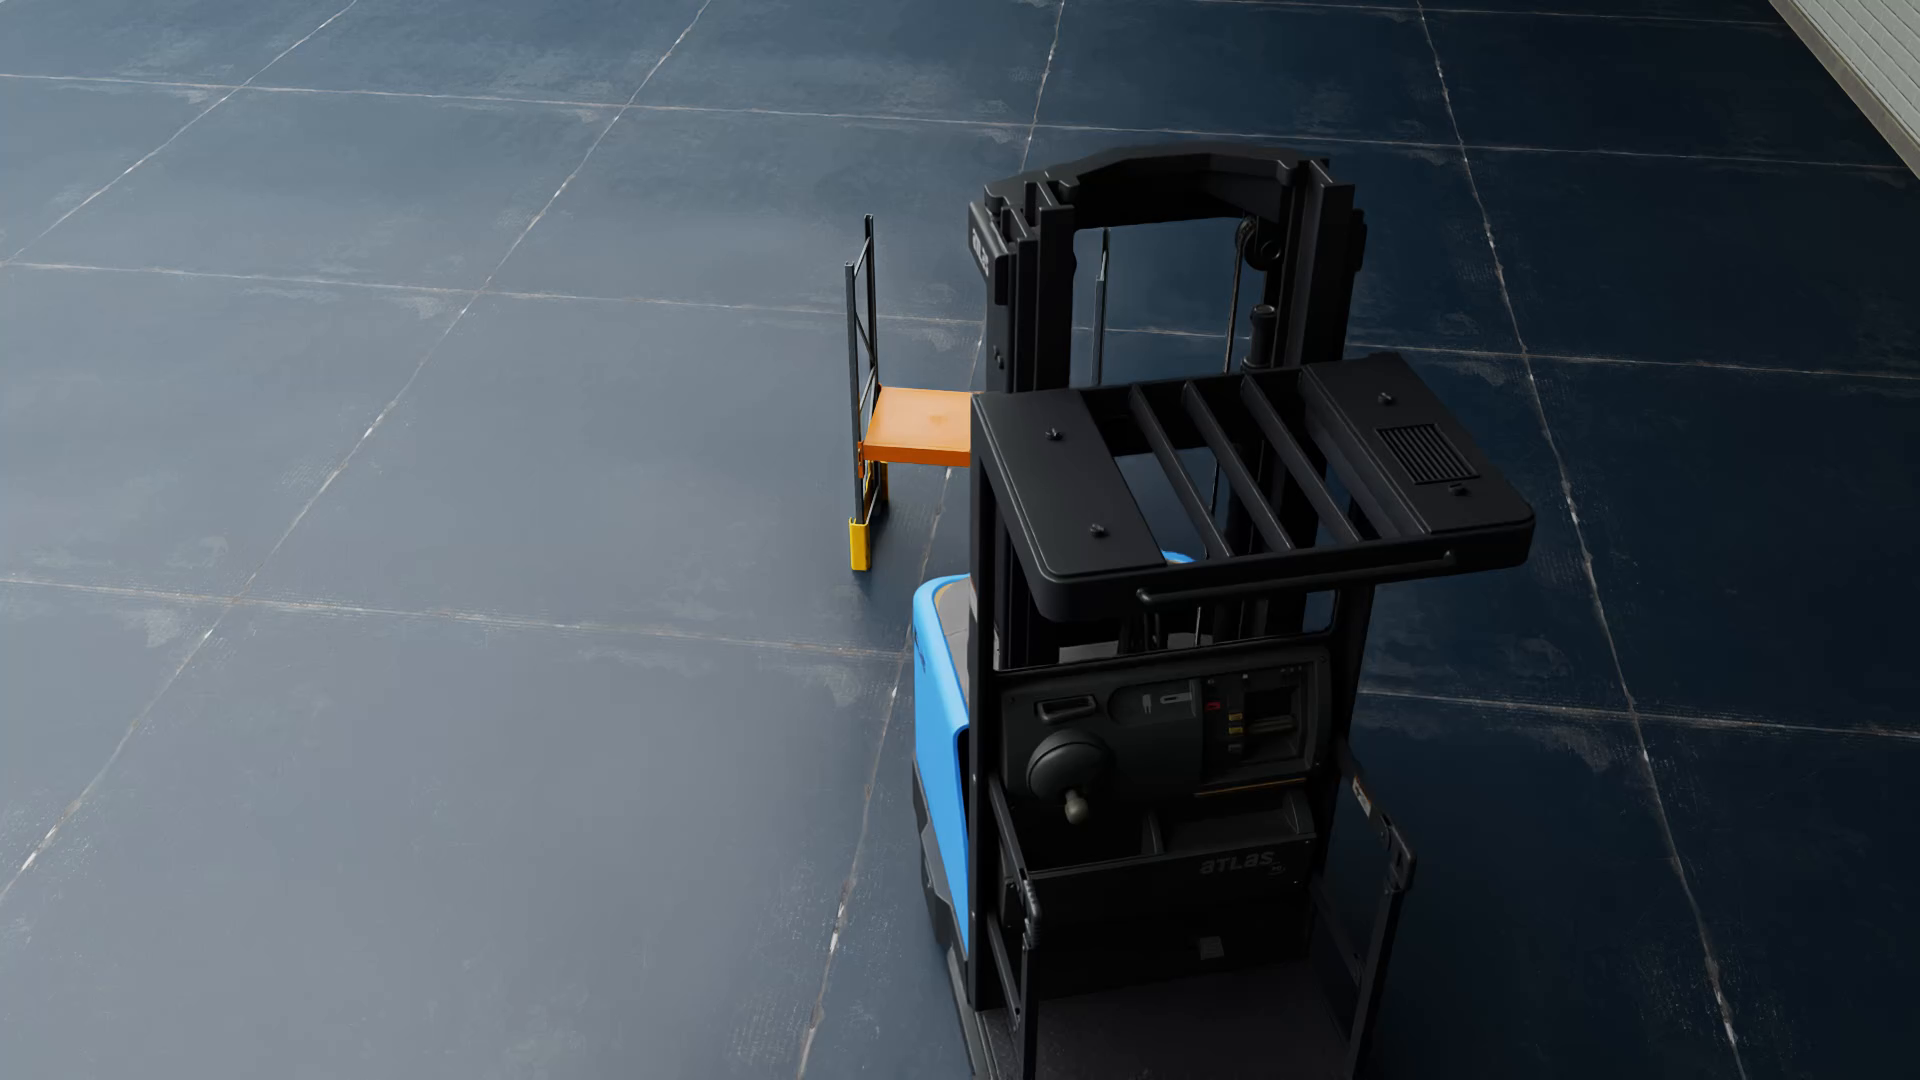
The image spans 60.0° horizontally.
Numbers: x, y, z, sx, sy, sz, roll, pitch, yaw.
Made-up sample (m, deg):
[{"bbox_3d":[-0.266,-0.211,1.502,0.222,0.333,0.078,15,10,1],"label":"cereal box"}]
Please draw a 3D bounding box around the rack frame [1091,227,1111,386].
[{"bbox_3d":[0.589,-0.567,7.253,0.032,1.500,0.500,4,36,6],"label":"rack frame"}]

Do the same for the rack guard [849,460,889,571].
[{"bbox_3d":[-0.418,-0.133,7.721,0.087,0.250,0.587,4,36,6],"label":"rack guard"}]

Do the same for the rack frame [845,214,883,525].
[{"bbox_3d":[-0.420,-0.642,7.358,0.032,1.500,0.500,4,36,6],"label":"rack frame"}]

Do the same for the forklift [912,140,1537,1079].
[{"bbox_3d":[0.615,0.600,4.386,1.130,2.935,3.031,-7,36,-9],"label":"forklift"}]

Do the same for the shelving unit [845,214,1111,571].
[{"bbox_3d":[0.076,-0.605,7.306,1.083,1.500,0.587,4,36,6],"label":"shelving unit"}]

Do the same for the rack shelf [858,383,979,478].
[{"bbox_3d":[0.085,-0.458,7.410,1.000,0.185,0.538,4,36,6],"label":"rack shelf"}]
